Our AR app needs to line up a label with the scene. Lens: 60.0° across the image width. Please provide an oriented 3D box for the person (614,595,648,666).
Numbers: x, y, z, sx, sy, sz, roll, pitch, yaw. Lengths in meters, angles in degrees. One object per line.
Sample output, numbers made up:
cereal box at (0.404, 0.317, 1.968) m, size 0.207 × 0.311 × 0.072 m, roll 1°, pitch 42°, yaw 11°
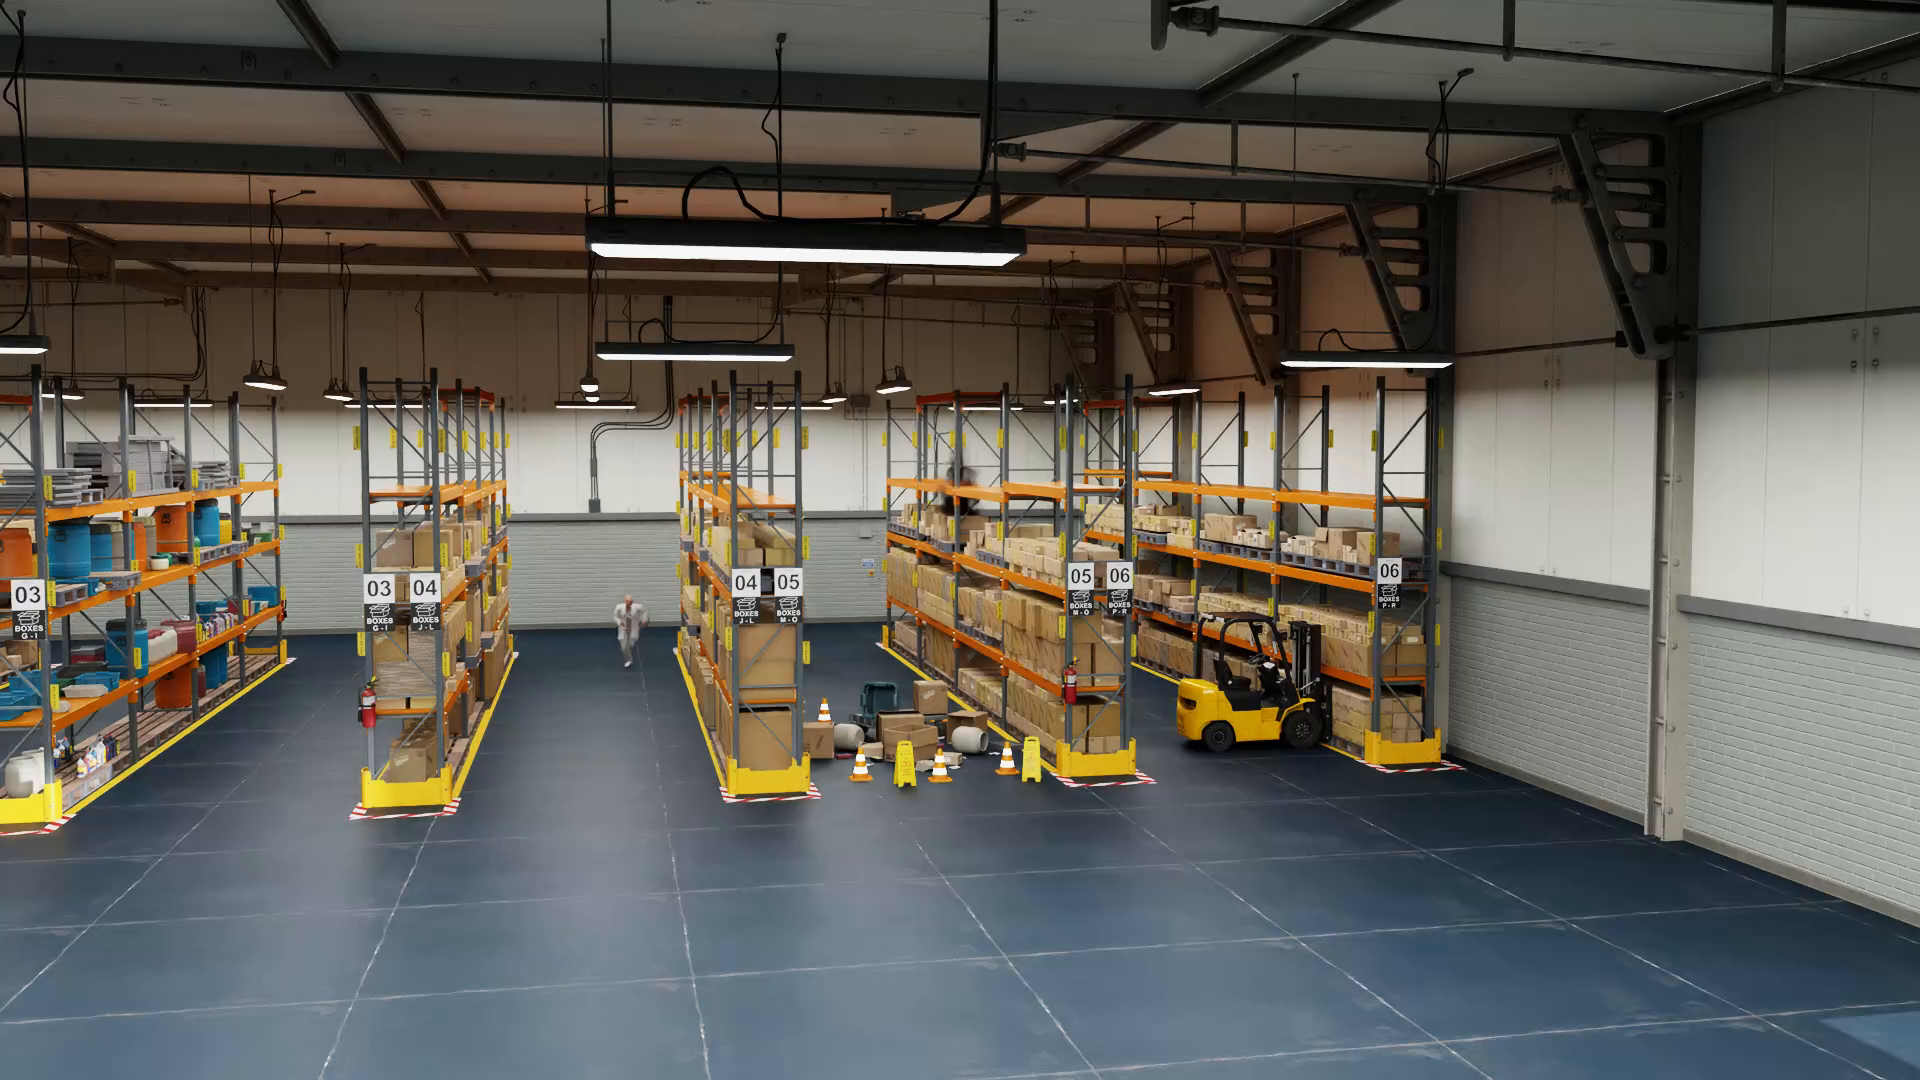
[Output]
person at (-7.299, 2.017, 36.894) m, size 0.732 × 1.623 × 0.879 m, roll -1°, pitch 3°, yaw -9°
